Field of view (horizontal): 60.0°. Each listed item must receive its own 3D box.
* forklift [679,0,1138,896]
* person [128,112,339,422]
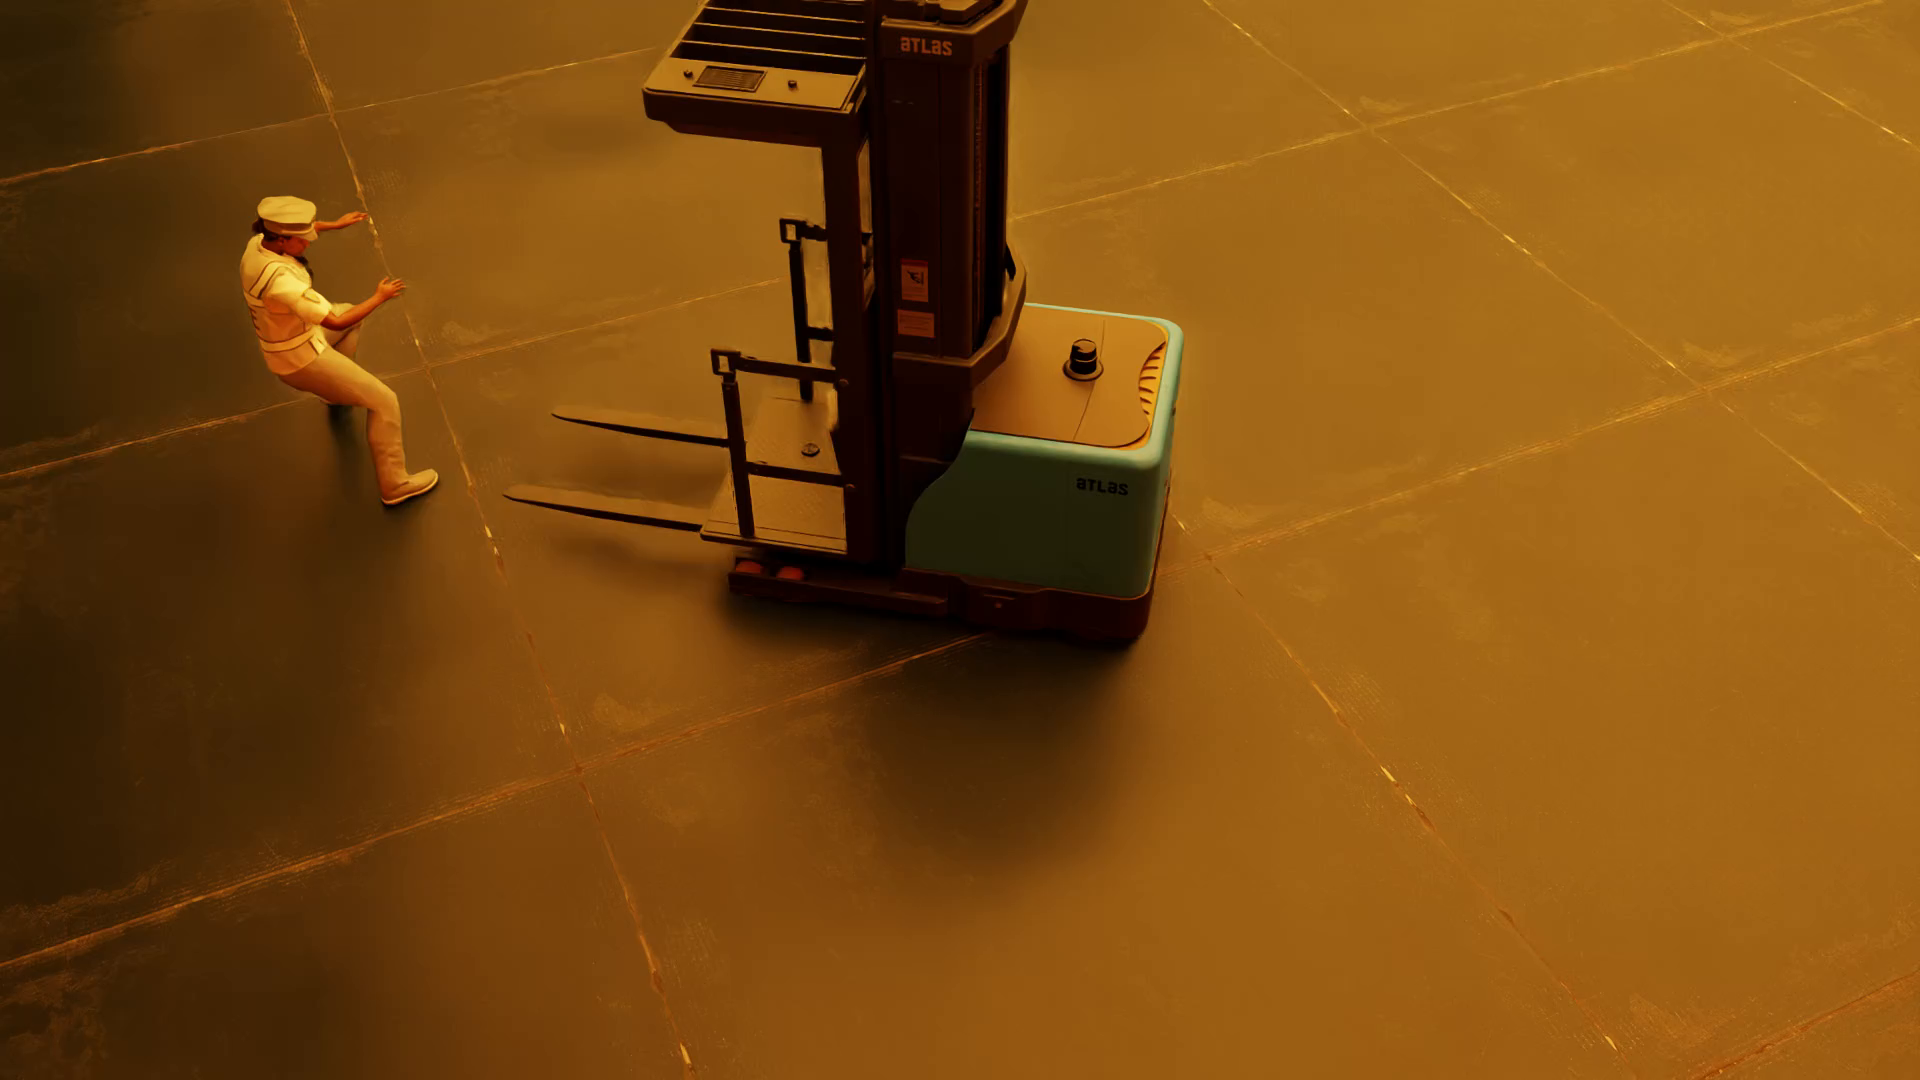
[{"bbox_3d":[-0.194,-0.647,6.373,1.130,2.935,3.031,15,45,16],"label":"forklift"},{"bbox_3d":[-3.602,-1.328,8.068,0.402,1.631,0.791,21,47,21],"label":"person"}]
